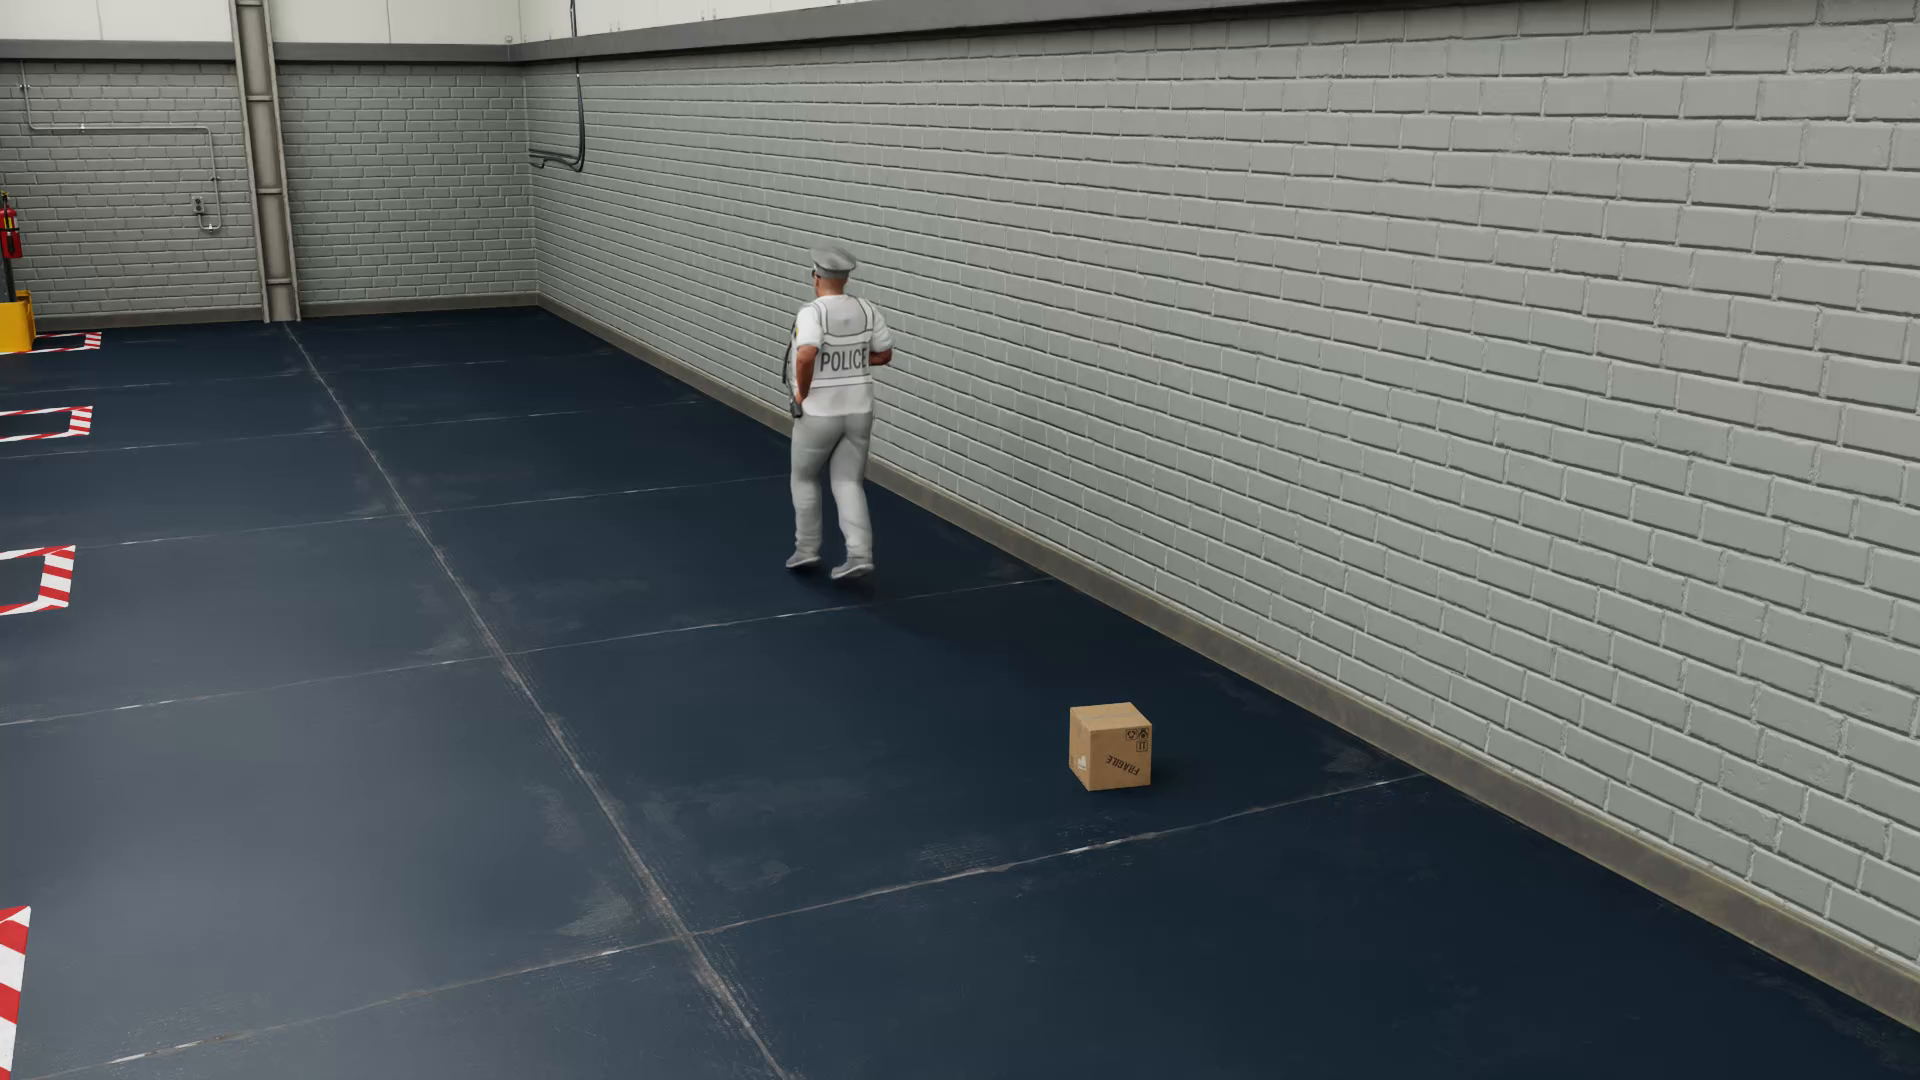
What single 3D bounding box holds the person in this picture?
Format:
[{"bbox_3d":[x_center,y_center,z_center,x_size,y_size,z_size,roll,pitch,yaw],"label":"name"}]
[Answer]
[{"bbox_3d":[-0.663,-0.657,8.847,0.659,1.809,0.807,-9,18,-30],"label":"person"}]
